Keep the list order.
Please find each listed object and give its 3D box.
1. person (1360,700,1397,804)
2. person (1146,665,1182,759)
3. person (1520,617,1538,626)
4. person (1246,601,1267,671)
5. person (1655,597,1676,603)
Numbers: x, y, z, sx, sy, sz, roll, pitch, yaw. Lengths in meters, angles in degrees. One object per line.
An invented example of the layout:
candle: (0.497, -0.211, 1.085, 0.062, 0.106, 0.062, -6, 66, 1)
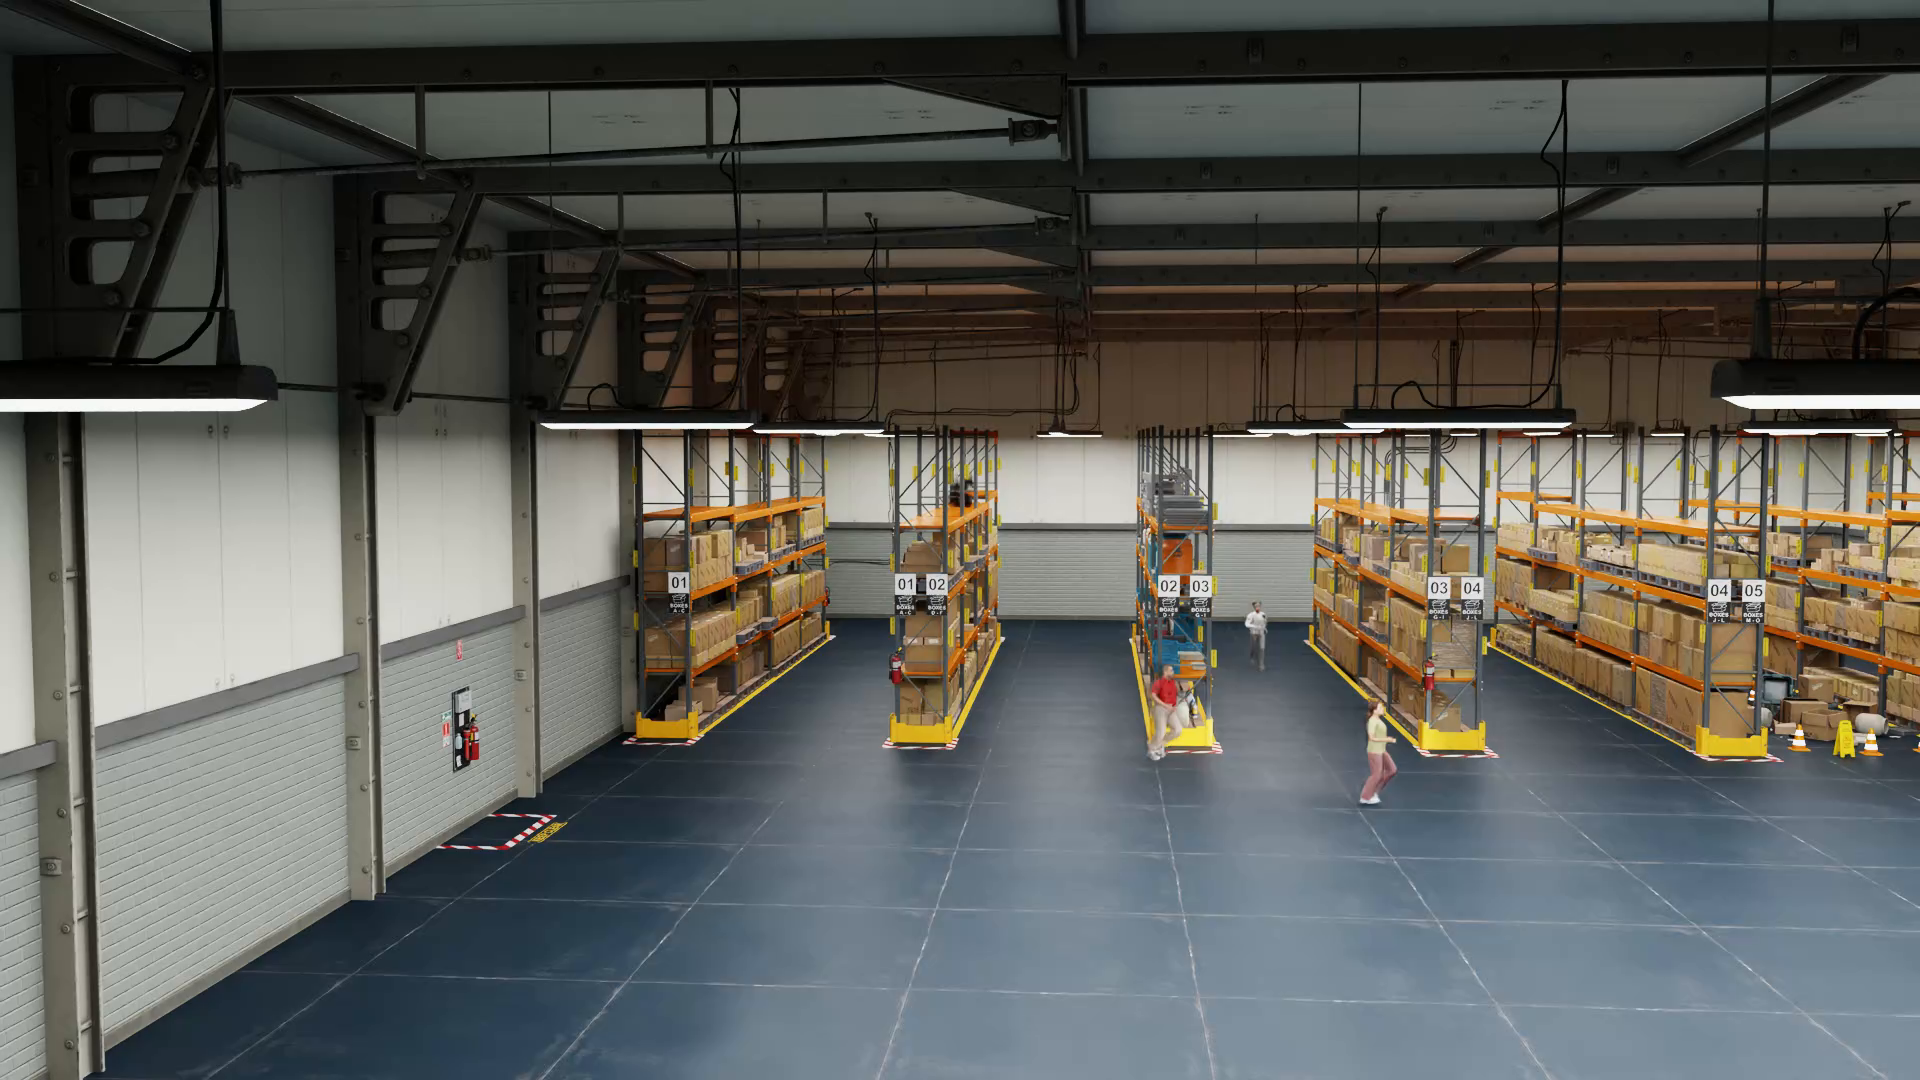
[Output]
person: (6.573, 3.324, 26.058, 0.583, 1.629, 0.559, 2, 4, 27)
person: (3.725, 3.084, 29.836, 0.711, 1.668, 0.581, -3, 5, -41)
person: (16.201, 2.087, 47.273, 0.678, 1.647, 0.597, -2, 4, -32)
person: (7.417, 2.368, 41.528, 0.608, 1.710, 0.931, 0, 3, -6)
person: (20.104, 2.045, 47.235, 0.793, 1.765, 0.798, 1, 4, 17)
